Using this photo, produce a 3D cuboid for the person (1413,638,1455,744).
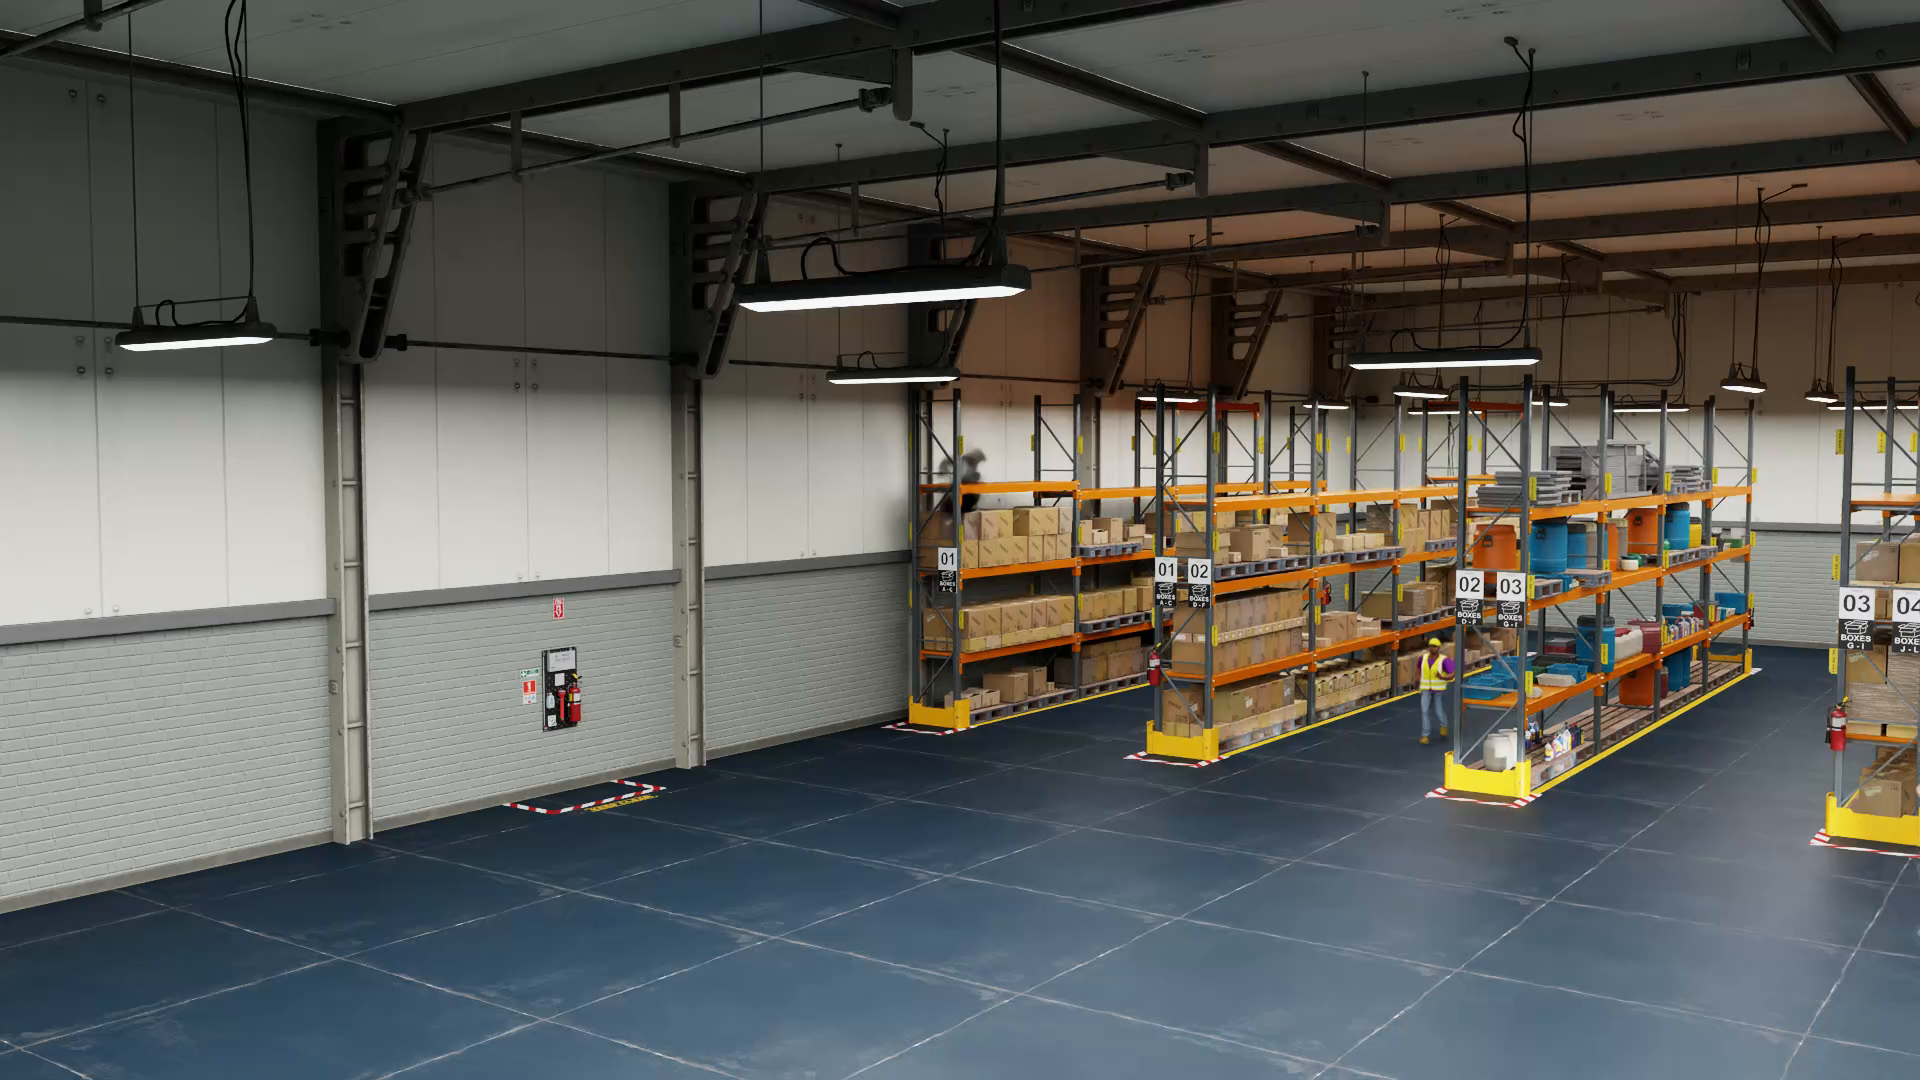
[{"bbox_3d":[7.948,2.518,27.919,0.710,1.747,0.968,2,4,30],"label":"person"}]
